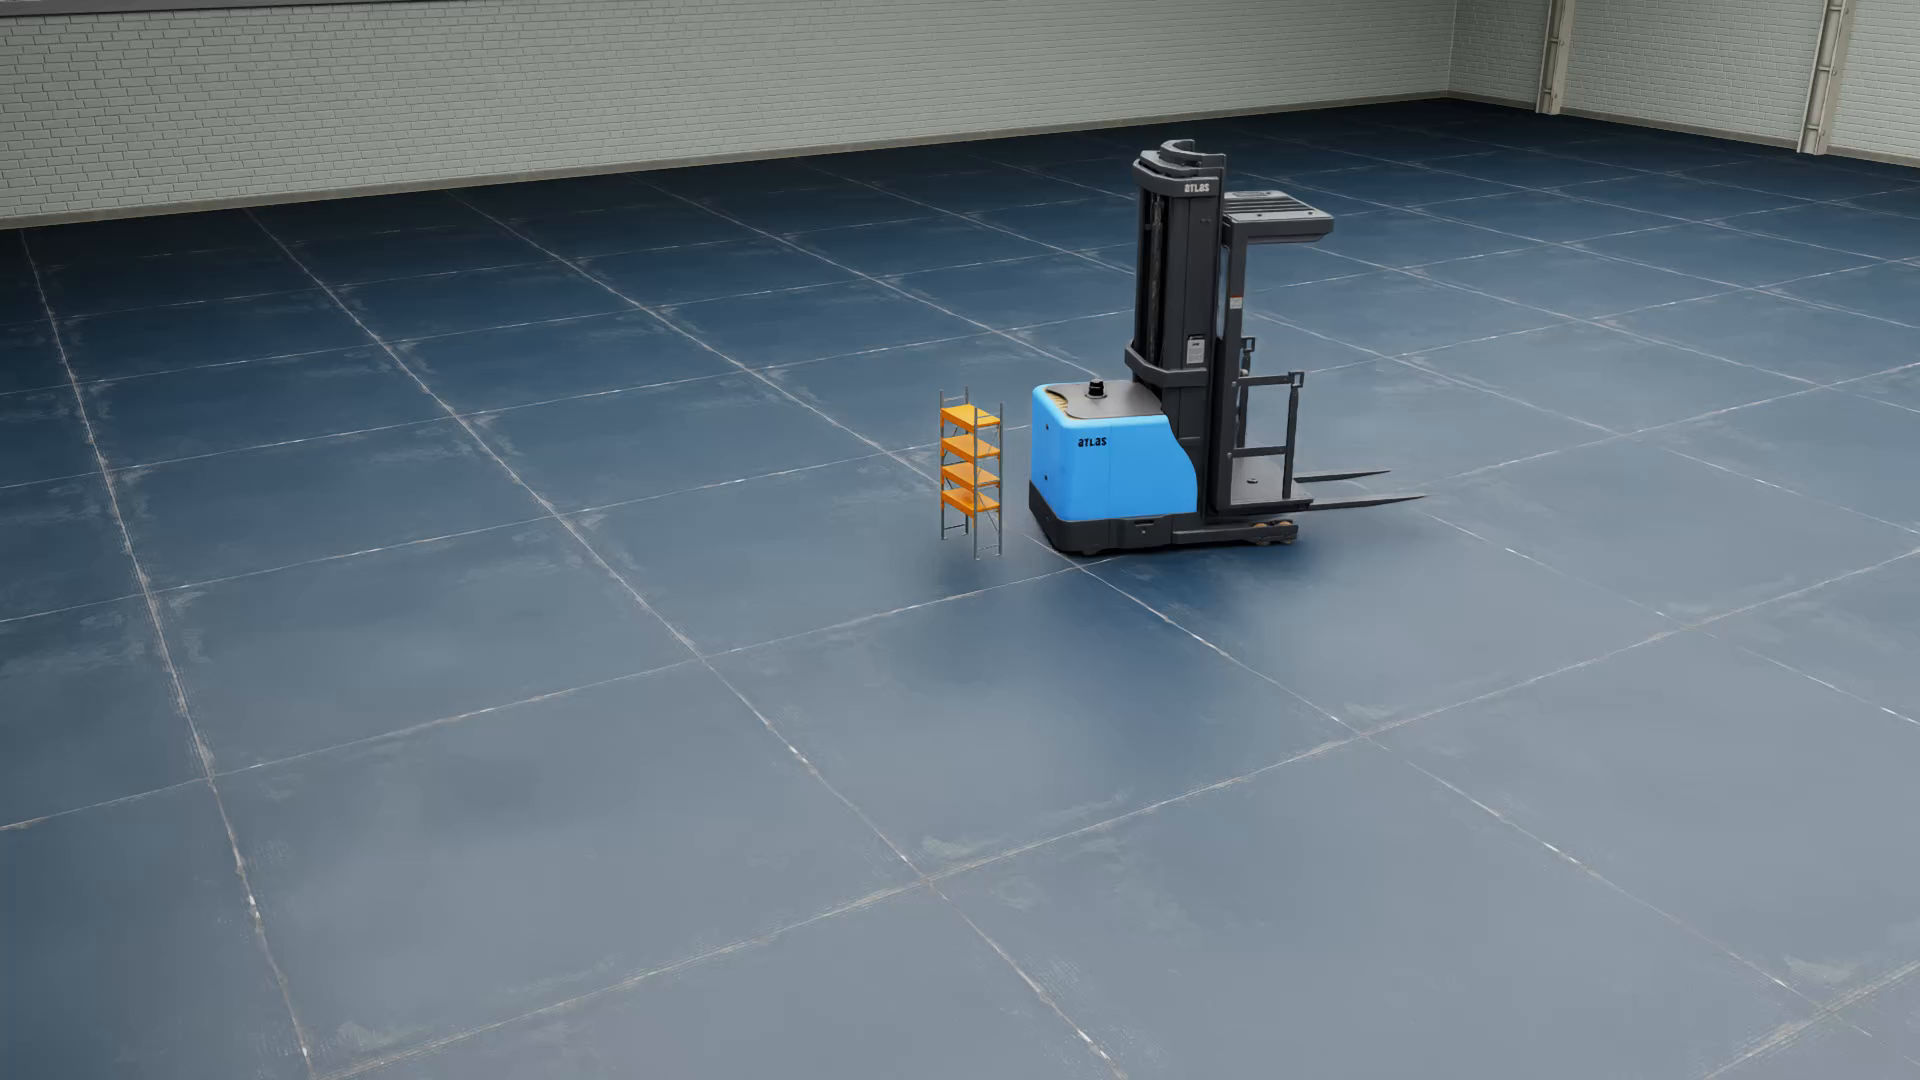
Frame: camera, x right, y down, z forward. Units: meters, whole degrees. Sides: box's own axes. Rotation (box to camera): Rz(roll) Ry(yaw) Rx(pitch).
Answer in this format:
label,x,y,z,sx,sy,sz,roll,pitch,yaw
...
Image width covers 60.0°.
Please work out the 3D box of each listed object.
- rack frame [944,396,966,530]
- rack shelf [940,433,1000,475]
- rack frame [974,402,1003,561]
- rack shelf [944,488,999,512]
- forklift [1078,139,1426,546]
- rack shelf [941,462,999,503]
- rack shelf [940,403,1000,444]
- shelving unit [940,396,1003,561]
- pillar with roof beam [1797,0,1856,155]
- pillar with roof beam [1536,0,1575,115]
label,x,y,z,sx,sy,sz,roll,pitch,yaw
rack frame,-0.041,-0.581,12.648,0.228,1.046,0.006,-13,25,-28
rack shelf,0.085,-0.647,12.395,0.258,0.148,0.480,-13,25,-28
rack frame,0.209,-0.423,12.259,0.240,1.200,0.015,-13,25,-28
rack shelf,0.085,-0.305,12.534,0.221,0.021,0.457,-13,25,-28
forklift,2.120,-1.504,12.620,3.031,2.935,1.121,-4,23,-11
rack shelf,0.085,-0.440,12.479,0.258,0.148,0.480,-13,25,-28
rack shelf,0.085,-0.866,12.306,0.258,0.148,0.480,-13,25,-28
shelving unit,0.086,-0.502,12.452,0.258,1.200,0.499,-13,25,-28
pillar with roof beam,11.656,-10.322,26.255,9.100,9.000,0.400,-13,25,-28
pillar with roof beam,8.591,-12.264,31.034,9.100,9.000,0.400,-13,25,-28
